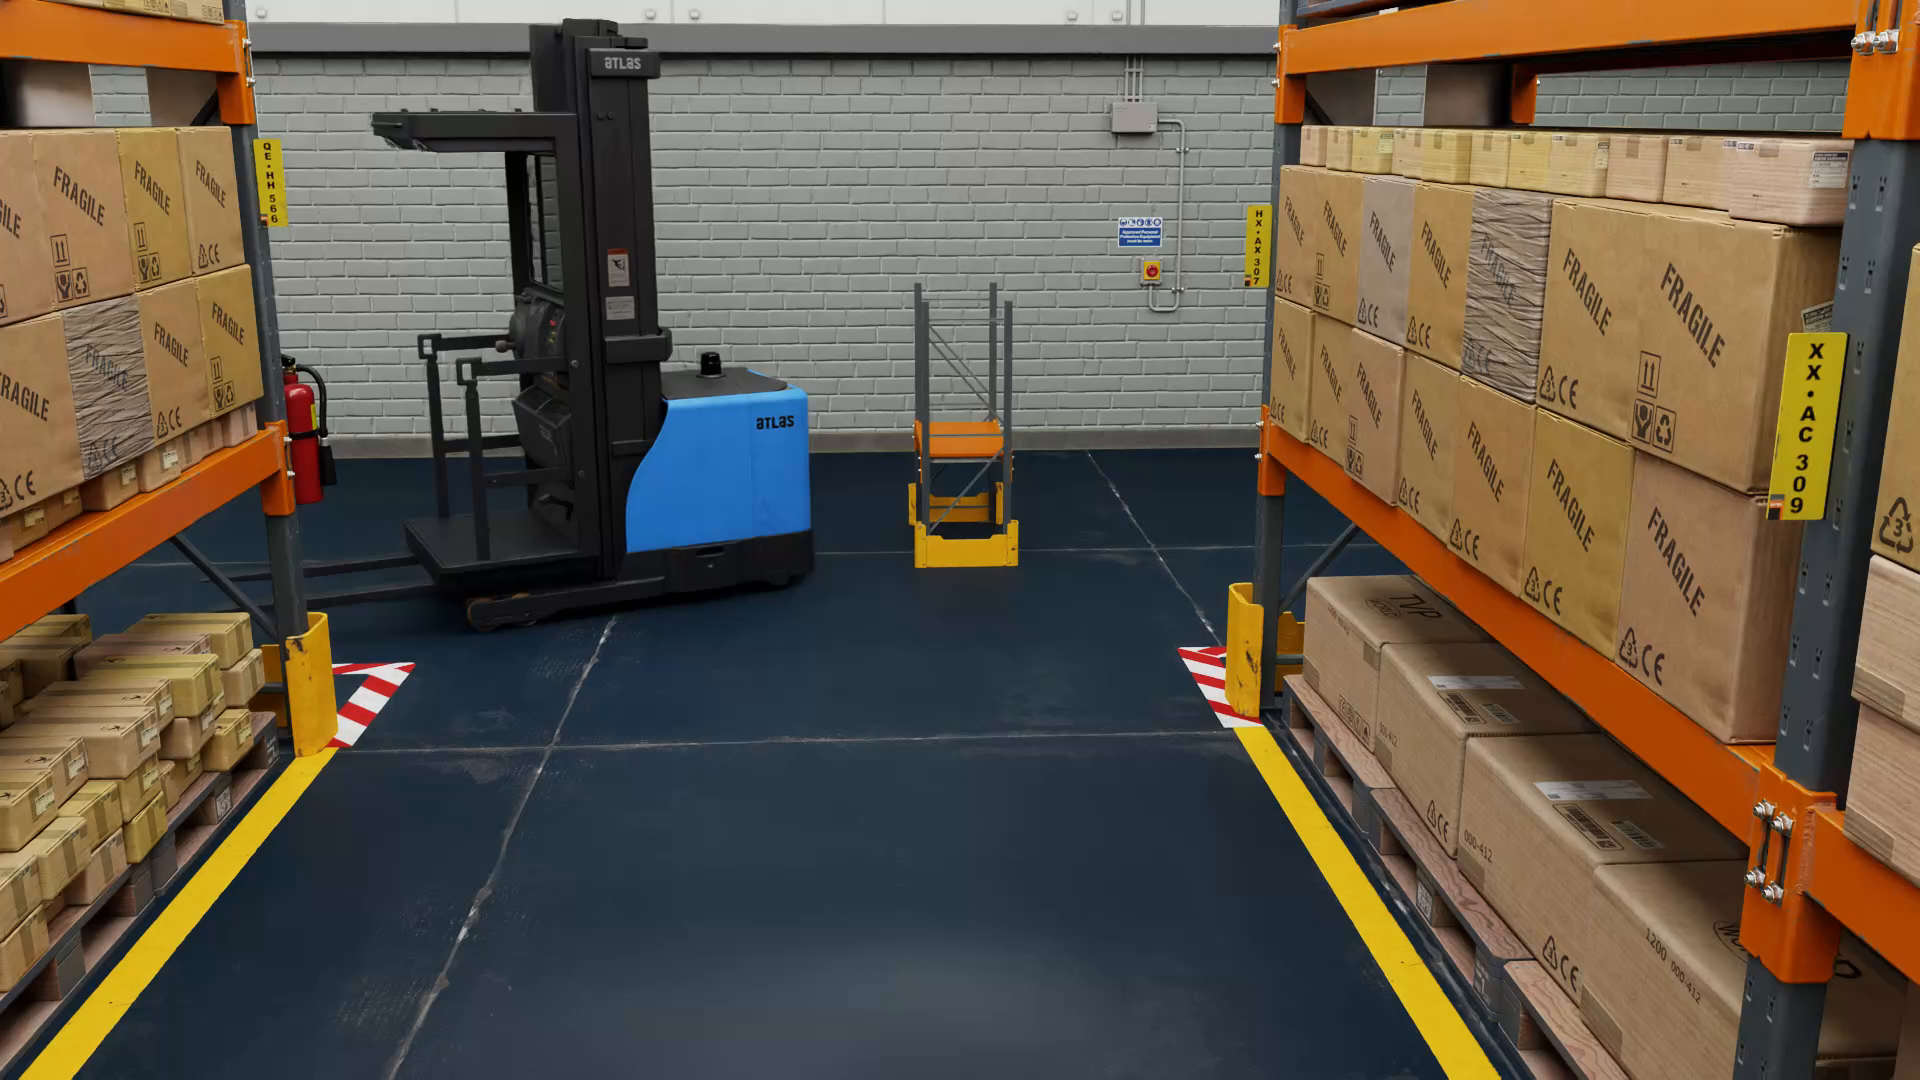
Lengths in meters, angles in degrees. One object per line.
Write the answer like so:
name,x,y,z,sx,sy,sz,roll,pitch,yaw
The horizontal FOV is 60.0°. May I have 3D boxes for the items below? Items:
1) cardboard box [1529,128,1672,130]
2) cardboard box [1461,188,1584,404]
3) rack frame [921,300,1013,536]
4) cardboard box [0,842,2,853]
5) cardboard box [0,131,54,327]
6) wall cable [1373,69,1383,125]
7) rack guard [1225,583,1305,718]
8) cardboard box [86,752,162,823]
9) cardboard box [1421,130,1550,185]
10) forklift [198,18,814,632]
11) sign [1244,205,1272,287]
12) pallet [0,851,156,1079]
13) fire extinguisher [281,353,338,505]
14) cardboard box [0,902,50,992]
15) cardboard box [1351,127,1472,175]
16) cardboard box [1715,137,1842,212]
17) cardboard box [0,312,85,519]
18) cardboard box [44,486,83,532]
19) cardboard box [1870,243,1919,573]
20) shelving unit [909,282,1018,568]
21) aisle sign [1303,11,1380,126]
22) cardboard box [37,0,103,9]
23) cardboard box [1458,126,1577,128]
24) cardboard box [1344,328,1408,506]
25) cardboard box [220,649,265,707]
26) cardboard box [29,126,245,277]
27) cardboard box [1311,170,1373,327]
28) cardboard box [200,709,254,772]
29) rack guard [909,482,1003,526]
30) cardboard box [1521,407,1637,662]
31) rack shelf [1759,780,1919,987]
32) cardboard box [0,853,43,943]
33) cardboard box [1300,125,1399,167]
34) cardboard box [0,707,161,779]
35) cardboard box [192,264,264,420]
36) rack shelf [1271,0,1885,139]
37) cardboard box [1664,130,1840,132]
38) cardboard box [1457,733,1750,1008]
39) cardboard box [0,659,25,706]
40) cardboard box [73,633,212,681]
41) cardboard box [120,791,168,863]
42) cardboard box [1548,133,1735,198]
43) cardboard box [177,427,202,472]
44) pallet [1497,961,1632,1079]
cardboard box,2.044,-1.245,5.337,0.380,0.149,0.250,-1,14,-4
cardboard box,1.641,-0.643,4.300,0.500,0.500,0.500,-1,14,-3
rack frame,0.037,-0.579,9.266,0.500,1.500,0.032,-1,14,-3
cardboard box,-2.834,0.830,4.466,0.380,0.149,0.250,-1,15,-6
cardboard box,-2.787,-0.818,4.382,0.500,0.500,0.500,-1,14,-5
wall cable,2.804,-2.658,12.300,0.588,1.984,0.122,-1,14,-3
rack guard,1.761,0.465,7.216,1.175,0.500,0.348,-1,14,-3
cardboard box,-2.776,0.780,5.257,0.380,0.149,0.250,-1,14,-3
cardboard box,1.562,-1.108,4.802,0.380,0.149,0.250,-1,14,-5
forklift,-2.344,-1.113,8.470,3.031,2.935,1.130,-7,16,-27
sign,1.208,-1.190,6.736,0.100,0.325,0.005,-1,14,-3
pallet,-3.080,1.237,4.797,1.003,0.211,1.213,-1,14,-3
fire extinguisher,-2.727,-0.490,6.814,0.296,0.674,0.183,-1,14,-3
cardboard box,-2.747,1.116,4.546,0.380,0.149,0.250,-1,14,-5
cardboard box,1.531,-1.298,5.543,0.380,0.149,0.250,-1,14,-5
cardboard box,1.765,-0.731,3.337,0.380,0.149,0.250,-1,14,-2
cardboard box,-2.799,-0.344,4.548,0.500,0.500,0.500,0,14,-1
cardboard box,-2.878,-0.118,4.969,0.380,0.149,0.250,-1,15,-6
cardboard box,1.750,-0.164,2.435,0.500,0.500,0.500,-1,14,-3
shelving unit,0.005,-0.707,9.766,0.587,1.500,1.083,-1,14,-3
aisle sign,1.468,-2.012,6.609,0.394,0.787,0.004,-1,14,-3
cardboard box,-2.823,-1.659,4.735,0.500,0.250,0.500,0,14,-1
cardboard box,2.024,-1.437,6.085,0.380,0.149,0.250,-1,14,-2
cardboard box,1.578,-0.412,5.408,0.500,0.500,0.500,-1,14,-4
cardboard box,-2.854,0.522,6.259,0.380,0.149,0.250,-1,14,-5
cardboard box,-2.895,-1.205,5.885,0.500,0.500,0.500,-1,14,-5
cardboard box,1.547,-1.020,5.764,0.500,0.500,0.500,-1,14,-5
cardboard box,-2.814,0.729,6.051,0.380,0.149,0.250,0,14,-2
rack guard,-0.026,-0.226,10.403,0.587,0.250,0.087,-1,14,-3
cardboard box,1.689,-0.033,3.932,0.500,0.500,0.500,-1,14,-5
rack shelf,2.134,1.101,1.171,1.077,0.370,4.000,-1,14,-3
cardboard box,-2.743,0.974,4.504,0.380,0.149,0.250,-1,14,-4
cardboard box,1.508,-1.494,6.304,0.380,0.149,0.250,-1,14,-2
cardboard box,-2.760,0.636,5.219,0.380,0.149,0.250,0,14,-1
cardboard box,-2.887,-0.723,6.018,0.500,0.500,0.500,-1,14,-2
rack shelf,1.886,-1.347,4.664,1.077,0.370,4.000,-1,14,-3
cardboard box,2.174,-1.053,4.591,0.380,0.149,0.250,-1,14,-3
cardboard box,2.022,0.912,4.760,0.875,0.438,0.875,-1,14,-5
cardboard box,-3.454,0.518,5.678,0.380,0.149,0.250,-1,14,-4
cardboard box,-2.928,0.442,5.972,0.380,0.149,0.250,-1,14,-2
cardboard box,-2.777,0.920,5.309,0.380,0.149,0.250,-2,15,-6
cardboard box,1.675,-0.917,4.062,0.380,0.149,0.250,-1,14,-4
cardboard box,-2.861,-0.315,5.736,0.380,0.149,0.250,-1,14,-4
pallet,2.041,1.415,4.102,1.003,0.211,1.213,-1,14,-3
